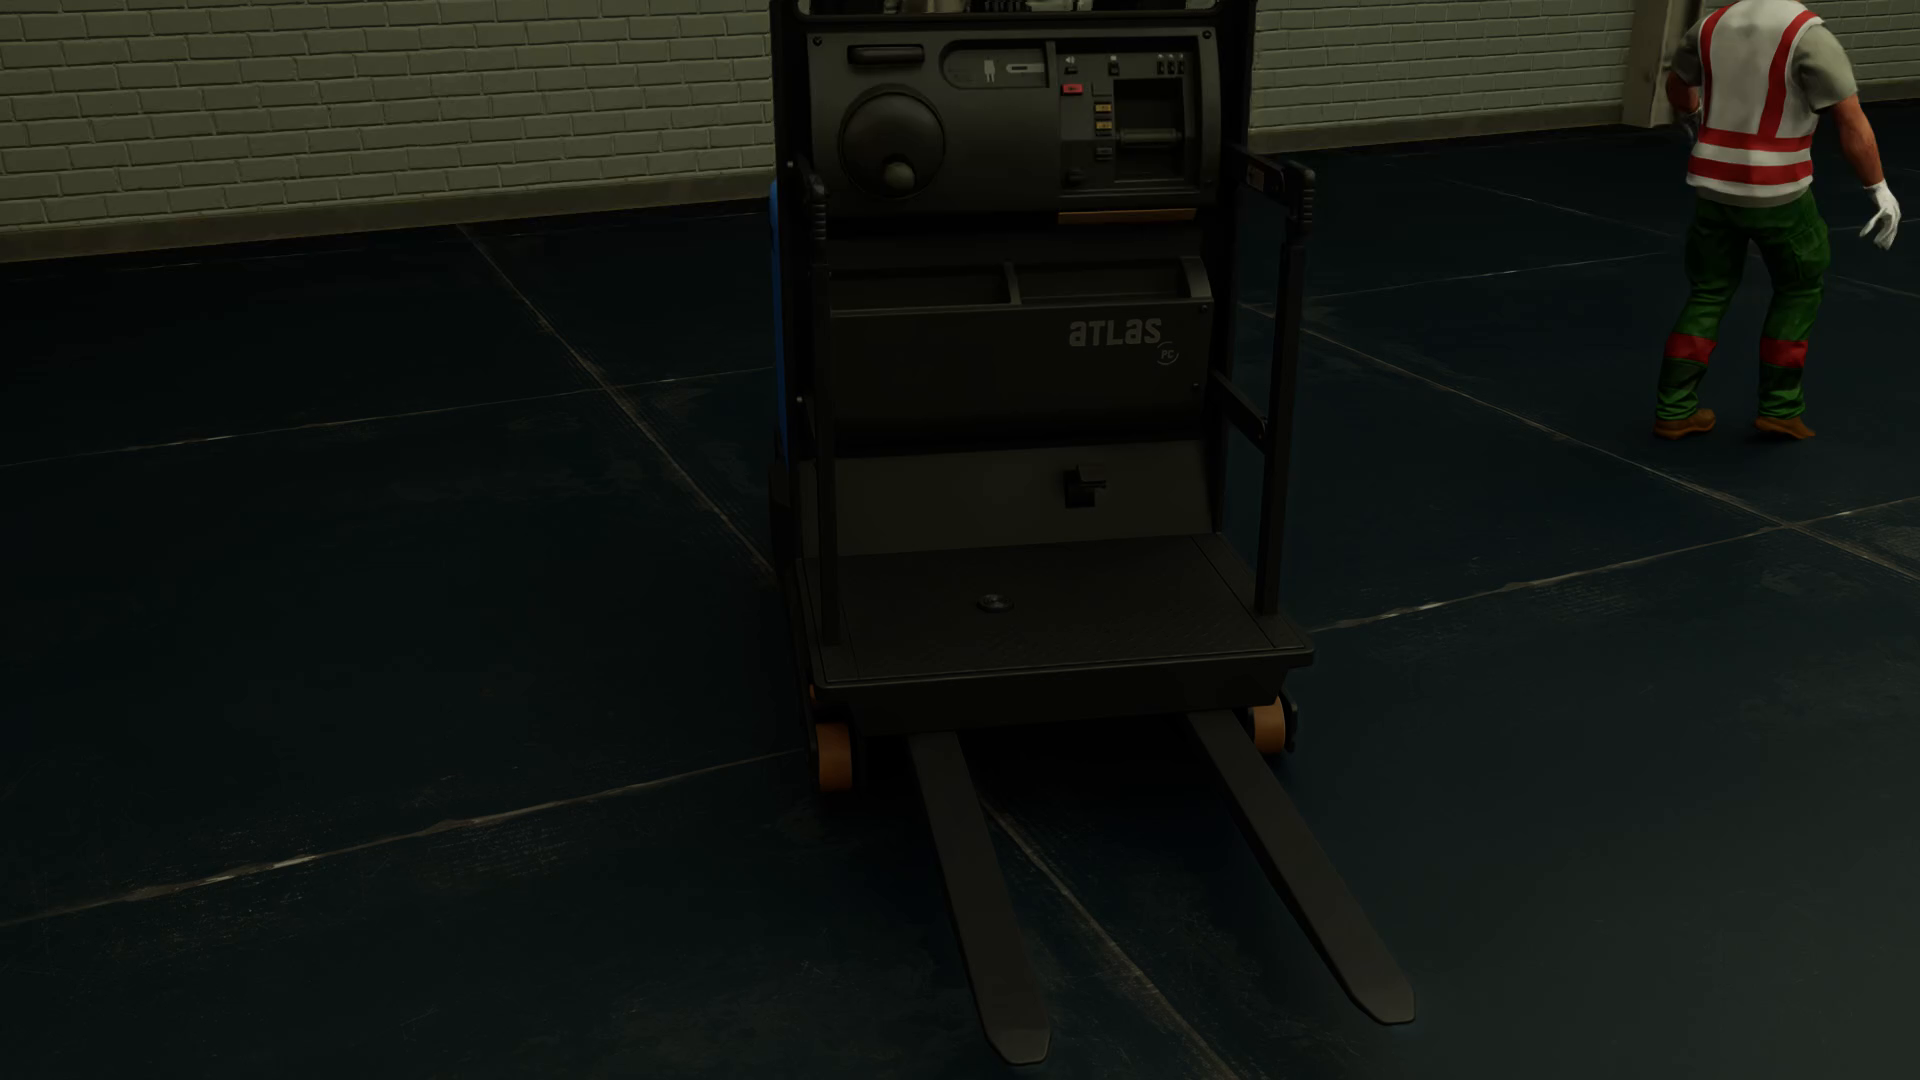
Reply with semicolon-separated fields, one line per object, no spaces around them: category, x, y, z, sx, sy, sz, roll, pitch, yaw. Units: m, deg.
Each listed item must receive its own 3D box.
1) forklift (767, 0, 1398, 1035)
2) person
forklift;0.151;-0.959;3.594;1.130;2.935;3.031;-4;23;-8
person;2.881;-1.201;5.734;0.726;1.771;1.025;-12;26;-27
